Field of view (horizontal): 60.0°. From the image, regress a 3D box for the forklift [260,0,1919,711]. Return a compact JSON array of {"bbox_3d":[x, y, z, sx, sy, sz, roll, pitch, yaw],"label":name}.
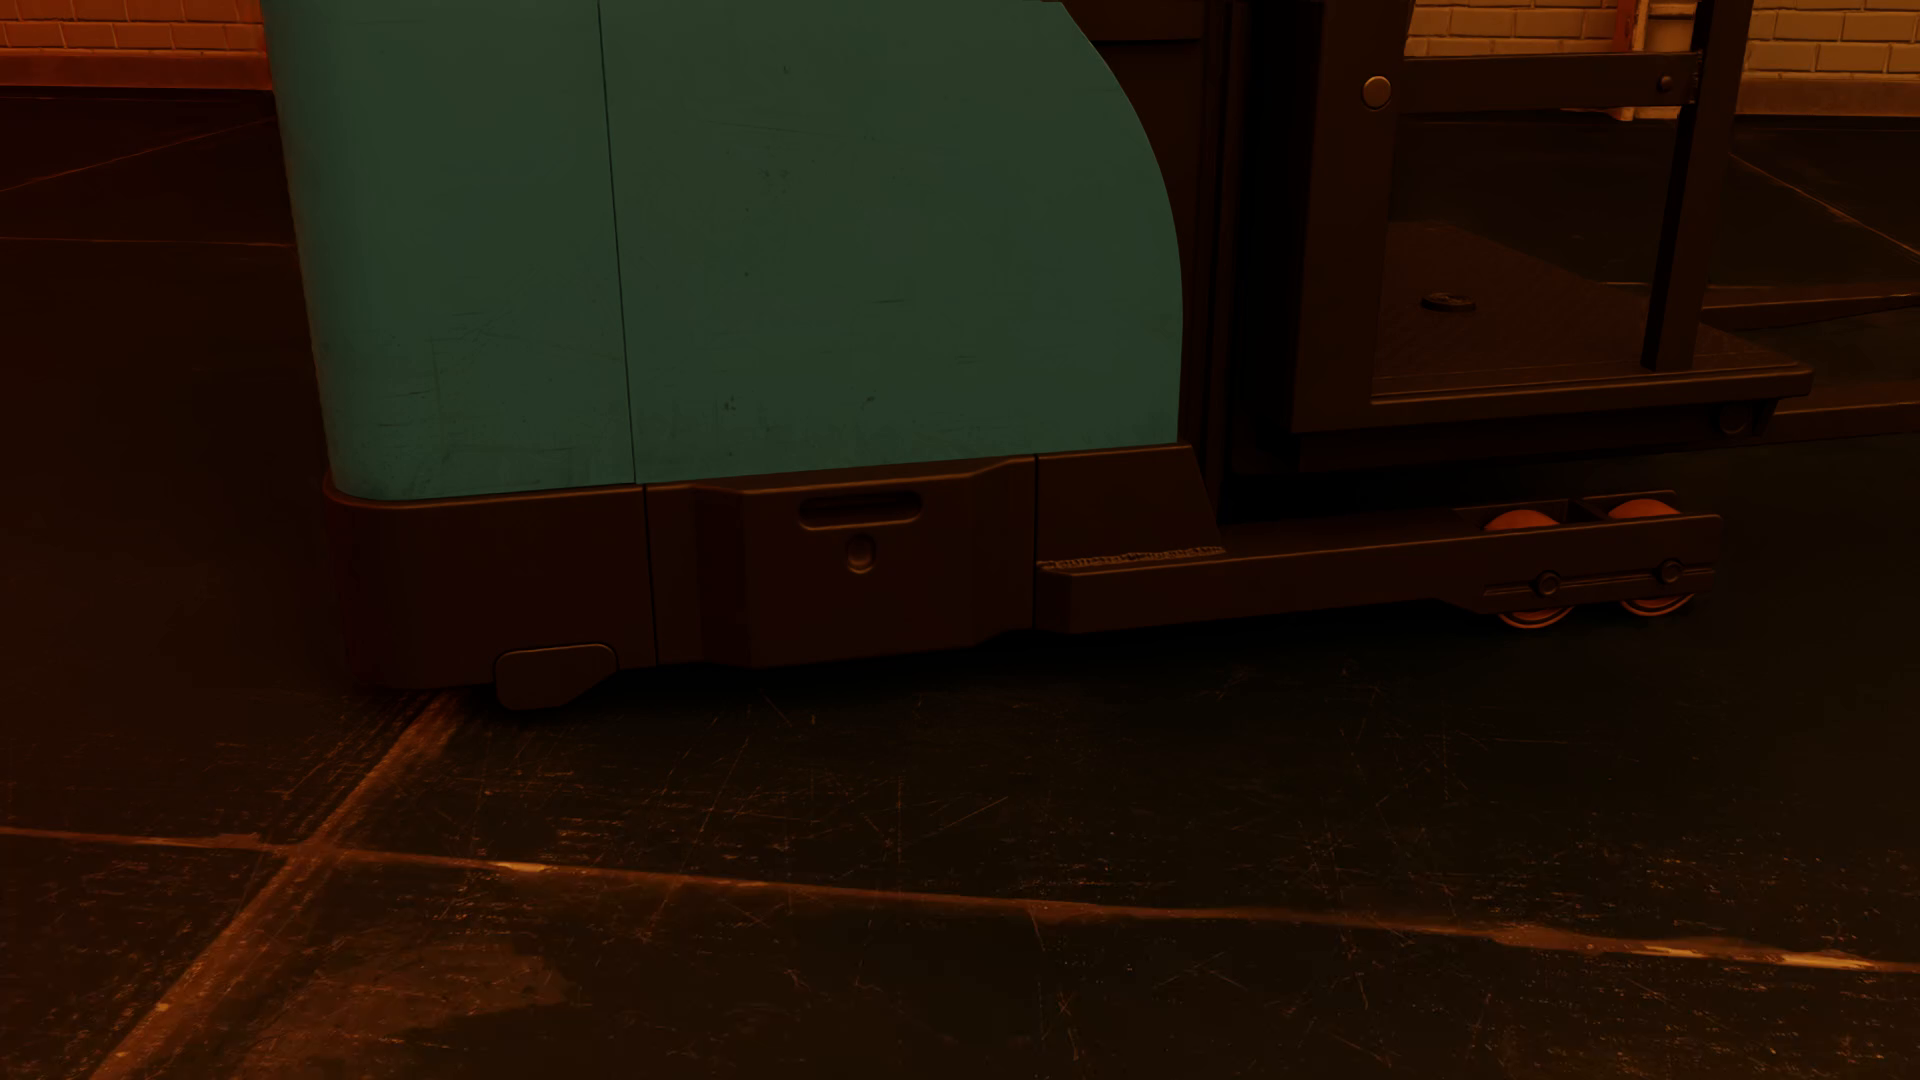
[{"bbox_3d":[0.607,-1.420,2.280,3.031,2.935,1.130,-5,22,-12],"label":"forklift"}]
